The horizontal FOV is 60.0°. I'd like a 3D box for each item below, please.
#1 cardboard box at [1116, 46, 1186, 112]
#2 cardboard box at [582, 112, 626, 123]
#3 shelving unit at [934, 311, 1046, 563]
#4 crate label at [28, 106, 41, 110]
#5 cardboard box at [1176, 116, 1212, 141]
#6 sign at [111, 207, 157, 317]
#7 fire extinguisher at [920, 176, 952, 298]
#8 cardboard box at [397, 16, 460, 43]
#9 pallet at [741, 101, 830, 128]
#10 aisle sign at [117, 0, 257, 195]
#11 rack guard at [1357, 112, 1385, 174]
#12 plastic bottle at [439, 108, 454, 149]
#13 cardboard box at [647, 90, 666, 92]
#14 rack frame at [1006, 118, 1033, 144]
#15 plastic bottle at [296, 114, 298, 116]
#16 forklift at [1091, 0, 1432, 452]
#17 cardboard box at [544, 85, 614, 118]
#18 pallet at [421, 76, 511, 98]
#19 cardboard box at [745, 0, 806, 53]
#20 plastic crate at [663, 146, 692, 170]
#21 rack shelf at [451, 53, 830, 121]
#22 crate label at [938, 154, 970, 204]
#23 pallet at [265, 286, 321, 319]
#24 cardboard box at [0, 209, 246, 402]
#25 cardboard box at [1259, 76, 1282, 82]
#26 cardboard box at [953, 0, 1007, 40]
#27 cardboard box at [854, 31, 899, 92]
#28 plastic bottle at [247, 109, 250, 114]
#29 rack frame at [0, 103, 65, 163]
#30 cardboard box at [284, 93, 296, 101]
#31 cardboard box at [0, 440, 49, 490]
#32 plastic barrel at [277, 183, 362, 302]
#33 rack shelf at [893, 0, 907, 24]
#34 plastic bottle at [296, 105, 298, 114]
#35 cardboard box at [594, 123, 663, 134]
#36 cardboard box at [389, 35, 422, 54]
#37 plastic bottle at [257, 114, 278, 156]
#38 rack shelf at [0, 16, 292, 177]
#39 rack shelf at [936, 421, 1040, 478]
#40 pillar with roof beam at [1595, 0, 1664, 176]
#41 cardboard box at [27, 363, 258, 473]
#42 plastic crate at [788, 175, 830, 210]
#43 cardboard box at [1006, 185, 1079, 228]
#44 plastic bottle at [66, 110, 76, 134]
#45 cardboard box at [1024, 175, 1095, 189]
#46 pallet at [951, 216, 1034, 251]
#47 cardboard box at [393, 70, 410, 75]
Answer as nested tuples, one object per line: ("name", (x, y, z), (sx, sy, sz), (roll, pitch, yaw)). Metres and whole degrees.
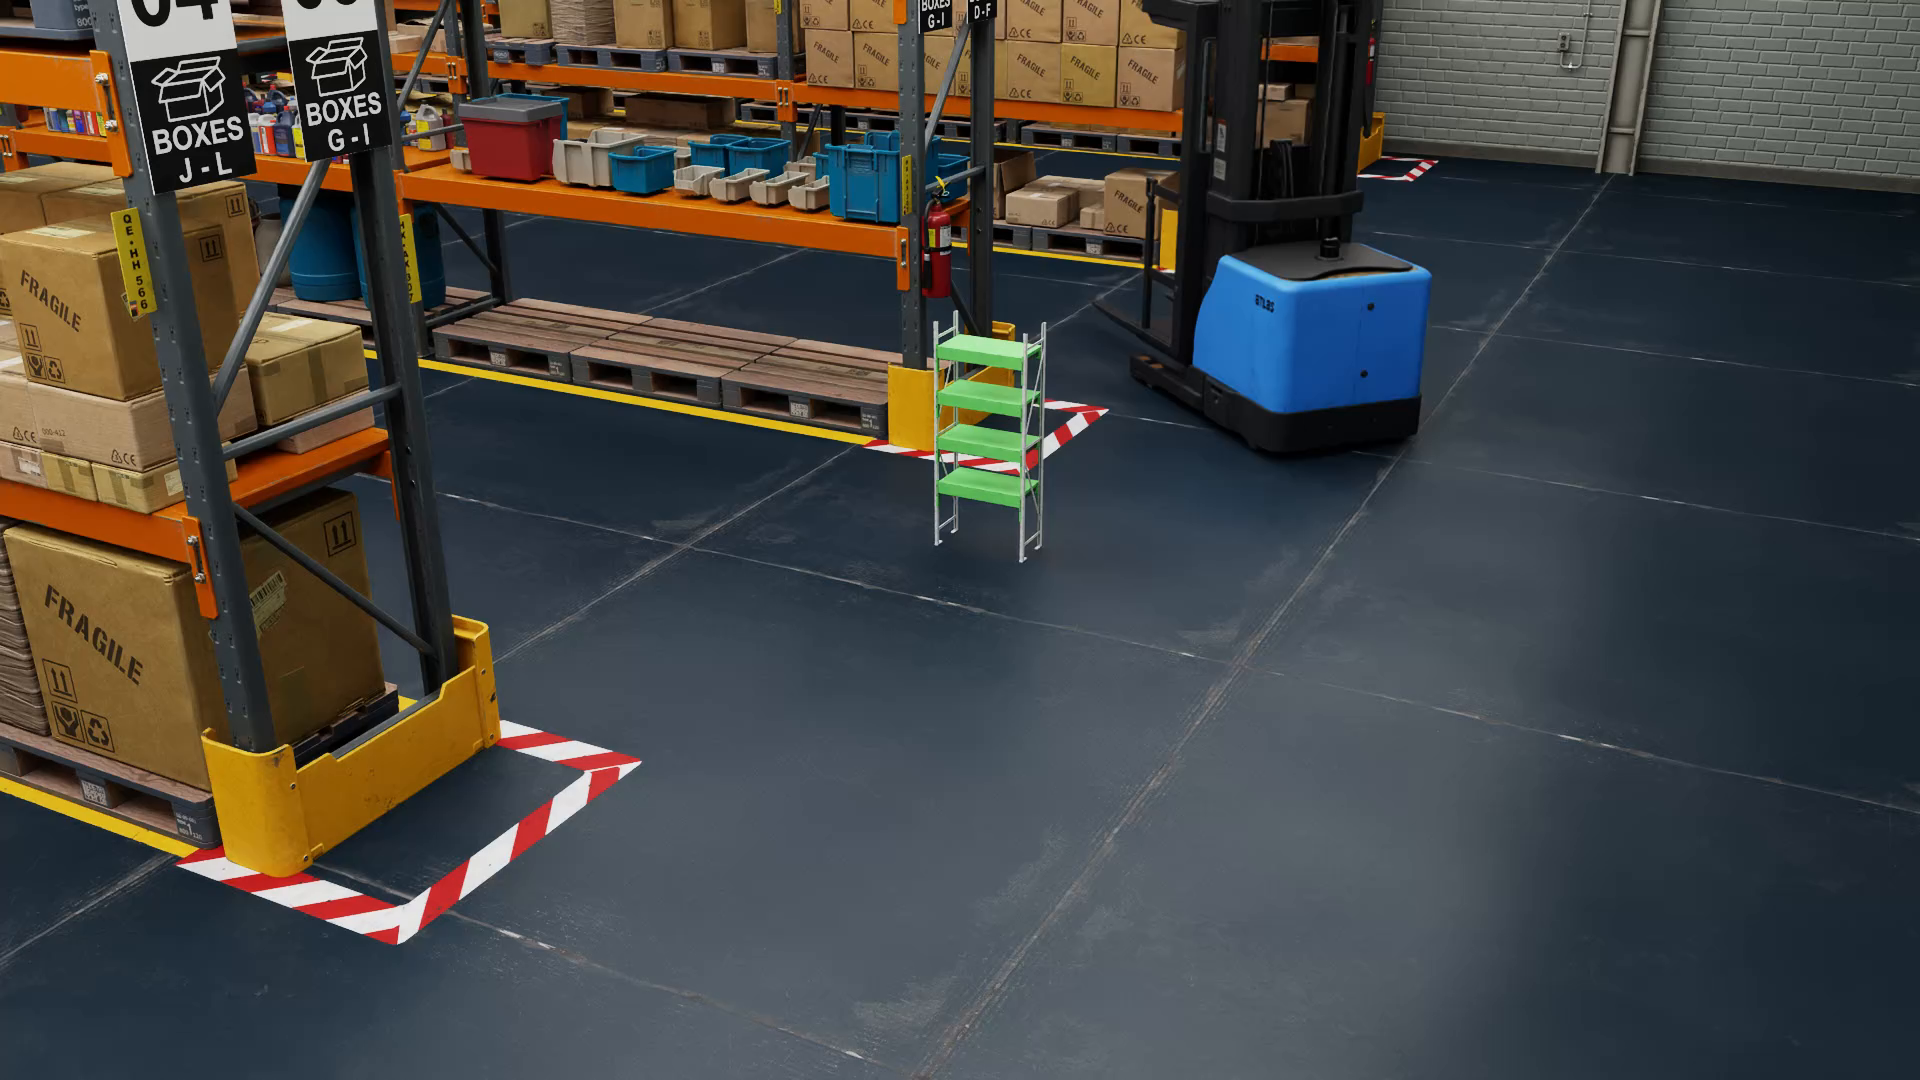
("cardboard box", (1.649, -3.896, 13.950), (0.500, 0.500, 0.500), (12, 26, 26))
("cardboard box", (-3.566, -4.156, 17.322), (0.500, 0.500, 0.500), (10, 25, 23))
("shelving unit", (0.148, -0.523, 8.446), (0.503, 1.200, 0.258), (11, 25, 25))
("crate label", (-7.971, -3.835, 13.891), (0.616, 0.435, 0.502), (11, 25, 25))
("cardboard box", (2.837, -4.905, 19.109), (0.500, 0.500, 0.700), (10, 25, 23))
("sign", (-2.559, -0.862, 5.161), (0.005, 0.325, 0.100), (11, 25, 25))
("fire extinguisher", (-0.138, -1.744, 9.593), (0.183, 0.674, 0.296), (11, 25, 25))
("cardboard box", (-5.679, -5.463, 17.877), (0.500, 0.311, 0.500), (11, 25, 24))
("pallet", (-2.067, -5.561, 21.555), (1.213, 0.211, 1.003), (11, 25, 25))
("aisle sign", (-2.373, -1.486, 5.089), (0.004, 0.787, 0.394), (11, 25, 25))
("rack guard", (4.424, -4.442, 18.556), (0.348, 0.500, 1.175), (11, 25, 25))
("plastic bottle", (-3.772, -3.003, 12.127), (0.133, 0.283, 0.061), (11, 25, 25))
("cardboard box", (-3.810, -6.302, 22.368), (0.500, 0.500, 0.700), (11, 25, 24))
("rack frame", (0.833, -6.303, 19.738), (0.127, 3.000, 1.000), (11, 25, 25))
("plastic bottle", (-4.951, -3.124, 12.517), (0.097, 0.201, 0.097), (0, 23, 0))
("forklift", (1.804, -2.411, 10.675), (1.130, 2.935, 3.031), (-8, 24, -18))
("cardboard box", (-3.976, -4.584, 17.370), (0.500, 0.250, 0.500), (12, 26, 27))
("pallet", (-6.922, -6.539, 23.855), (1.213, 0.211, 1.003), (11, 25, 25))
("cardboard box", (-1.721, -4.973, 15.947), (0.500, 0.500, 0.700), (3, 23, 7))
("plastic crate", (-1.947, -2.547, 11.166), (0.466, 0.136, 0.293), (11, 25, 25))
("rack shelf", (-3.184, -4.594, 16.640), (4.000, 0.370, 1.077), (11, 25, 25))
("crate label", (-0.139, -2.246, 10.335), (0.303, 0.233, 0.416), (11, 25, 25))
("pallet", (-5.400, -1.925, 13.008), (1.213, 0.211, 1.003), (11, 25, 25))
("cardboard box", (-2.855, -0.814, 5.684), (0.500, 0.500, 0.500), (12, 26, 25))
("cardboard box", (3.482, -5.164, 18.888), (0.250, 0.149, 0.380), (11, 26, 25))
("cardboard box", (0.275, -4.624, 14.385), (0.500, 0.500, 0.500), (12, 26, 26))
("cardboard box", (-0.608, -4.344, 15.003), (0.500, 0.500, 0.500), (12, 26, 25))
("plastic bottle", (-5.198, -3.006, 12.149), (0.097, 0.271, 0.097), (0, 23, 0))
("rack frame", (-7.207, -3.549, 13.263), (0.127, 3.000, 1.000), (11, 25, 25))
("cardboard box", (-7.375, -4.830, 18.534), (0.500, 0.311, 0.500), (10, 25, 23))
("cardboard box", (-3.226, -0.329, 6.012), (0.250, 0.149, 0.380), (11, 26, 25))
("plastic barrel", (-4.747, -2.298, 12.464), (0.708, 0.901, 0.600), (11, 25, 25))
("rack shelf", (-1.852, -3.539, 10.325), (4.000, 0.370, 1.077), (11, 25, 25))
("plastic bottle", (-5.003, -3.233, 12.684), (0.097, 0.271, 0.097), (0, 23, 0))
("cardboard box", (-3.308, -3.879, 16.671), (0.500, 0.500, 0.500), (10, 25, 23))
("cardboard box", (-5.896, -5.225, 17.525), (0.250, 0.149, 0.380), (11, 25, 25))
("plastic bottle", (-4.911, -2.896, 11.886), (0.135, 0.276, 0.152), (11, 25, 25))
("rack shelf", (-4.087, -1.809, 6.258), (4.000, 0.370, 1.077), (11, 25, 25))
("rack shelf", (0.148, -0.464, 8.471), (0.480, 0.148, 0.258), (11, 25, 25))
("pillar with roof beam", (5.260, -6.679, 12.957), (0.400, 9.000, 9.100), (11, 25, 25))
("cardboard box", (-2.854, -0.468, 5.828), (0.500, 0.250, 0.500), (11, 25, 24))
("plastic crate", (-0.877, -2.124, 10.171), (0.243, 0.136, 0.396), (11, 25, 25))
("cardboard box", (0.740, -2.991, 14.902), (0.500, 0.250, 0.500), (11, 25, 25))
("plastic bottle", (-6.788, -3.221, 12.746), (0.097, 0.201, 0.097), (0, 23, 0))
("cardboard box", (0.921, -3.175, 15.333), (0.500, 0.250, 0.500), (11, 25, 25))
("pallet", (0.307, -2.952, 15.423), (1.213, 0.211, 1.003), (11, 25, 25))
("cardboard box", (-8.158, -7.073, 24.180), (0.500, 0.500, 0.700), (10, 25, 21))
